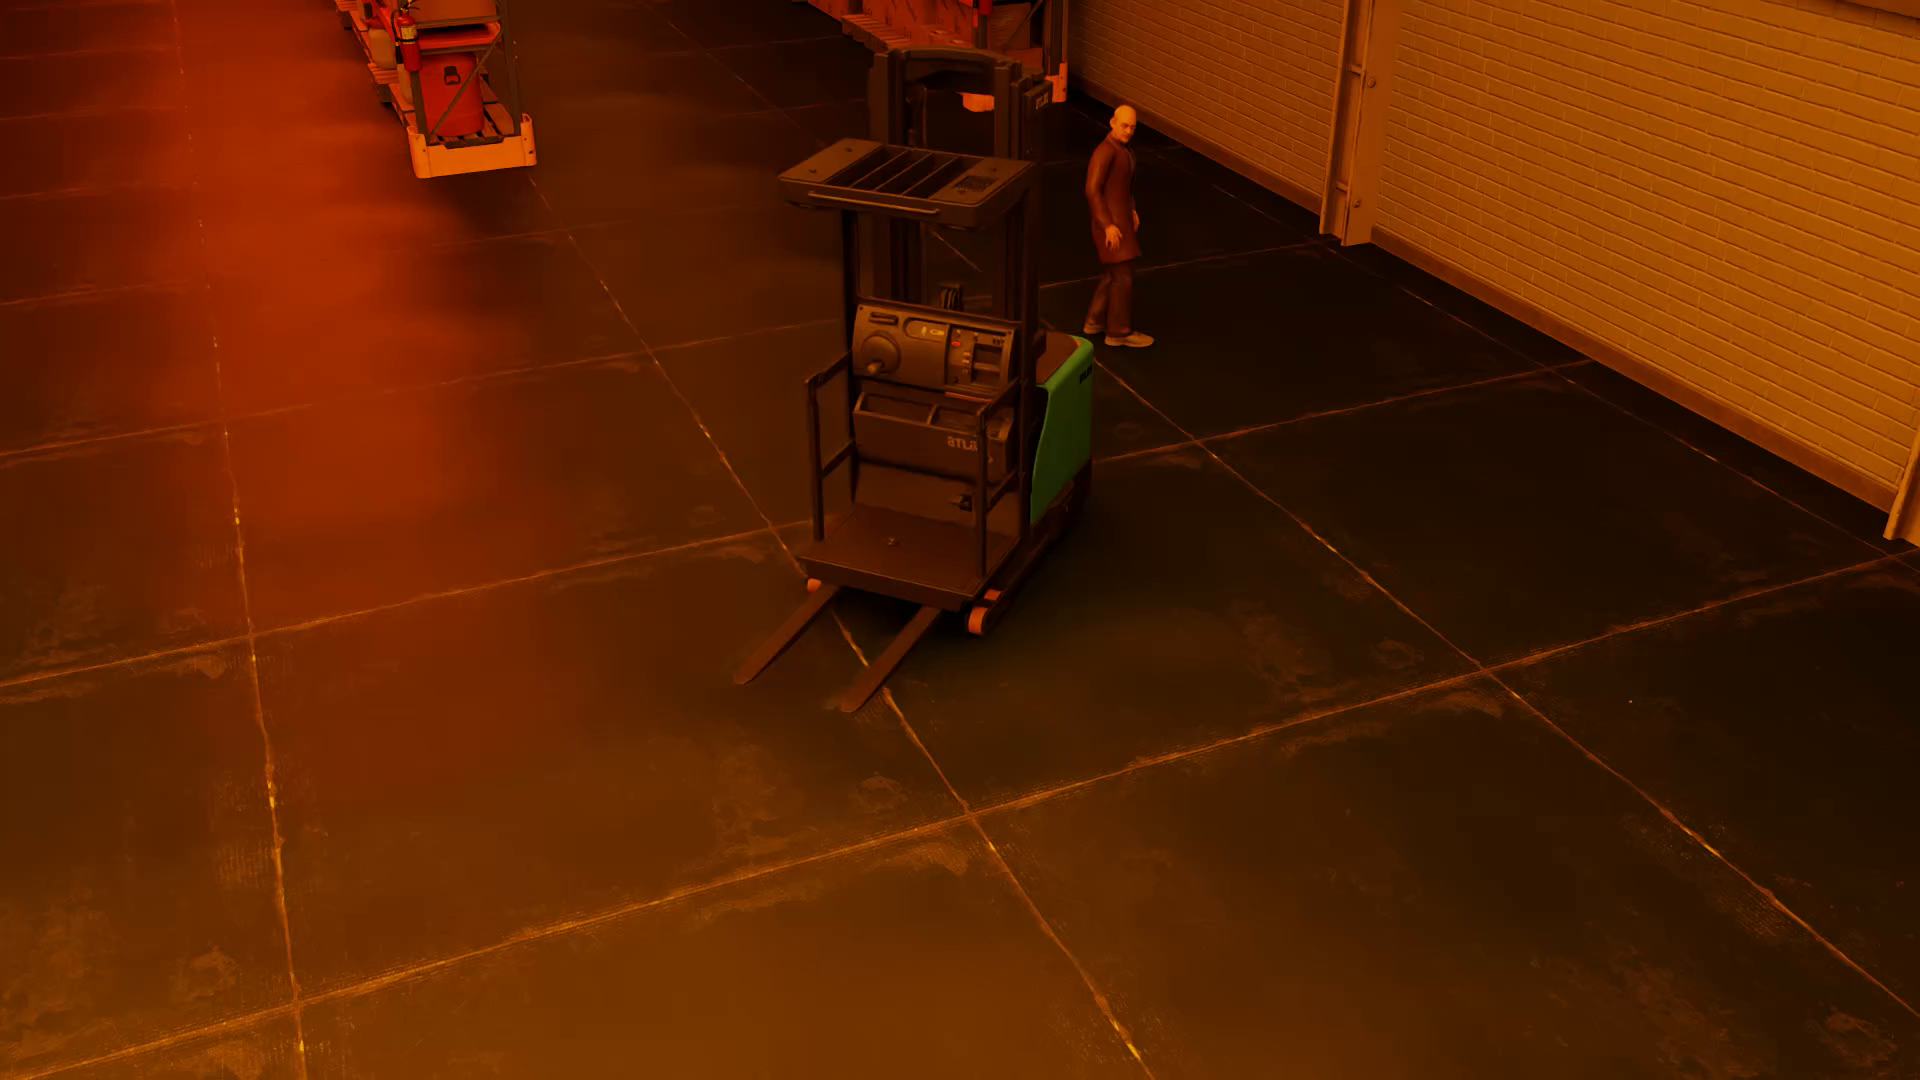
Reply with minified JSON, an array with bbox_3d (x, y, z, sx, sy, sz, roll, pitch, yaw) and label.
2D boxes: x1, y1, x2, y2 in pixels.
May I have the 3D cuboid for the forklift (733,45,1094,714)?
[{"bbox_3d":[-0.233,-0.986,8.844,1.130,2.935,3.031,12,32,20],"label":"forklift"}]

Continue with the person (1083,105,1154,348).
[{"bbox_3d":[1.228,-2.339,12.387,0.561,1.766,0.787,5,30,9],"label":"person"}]
